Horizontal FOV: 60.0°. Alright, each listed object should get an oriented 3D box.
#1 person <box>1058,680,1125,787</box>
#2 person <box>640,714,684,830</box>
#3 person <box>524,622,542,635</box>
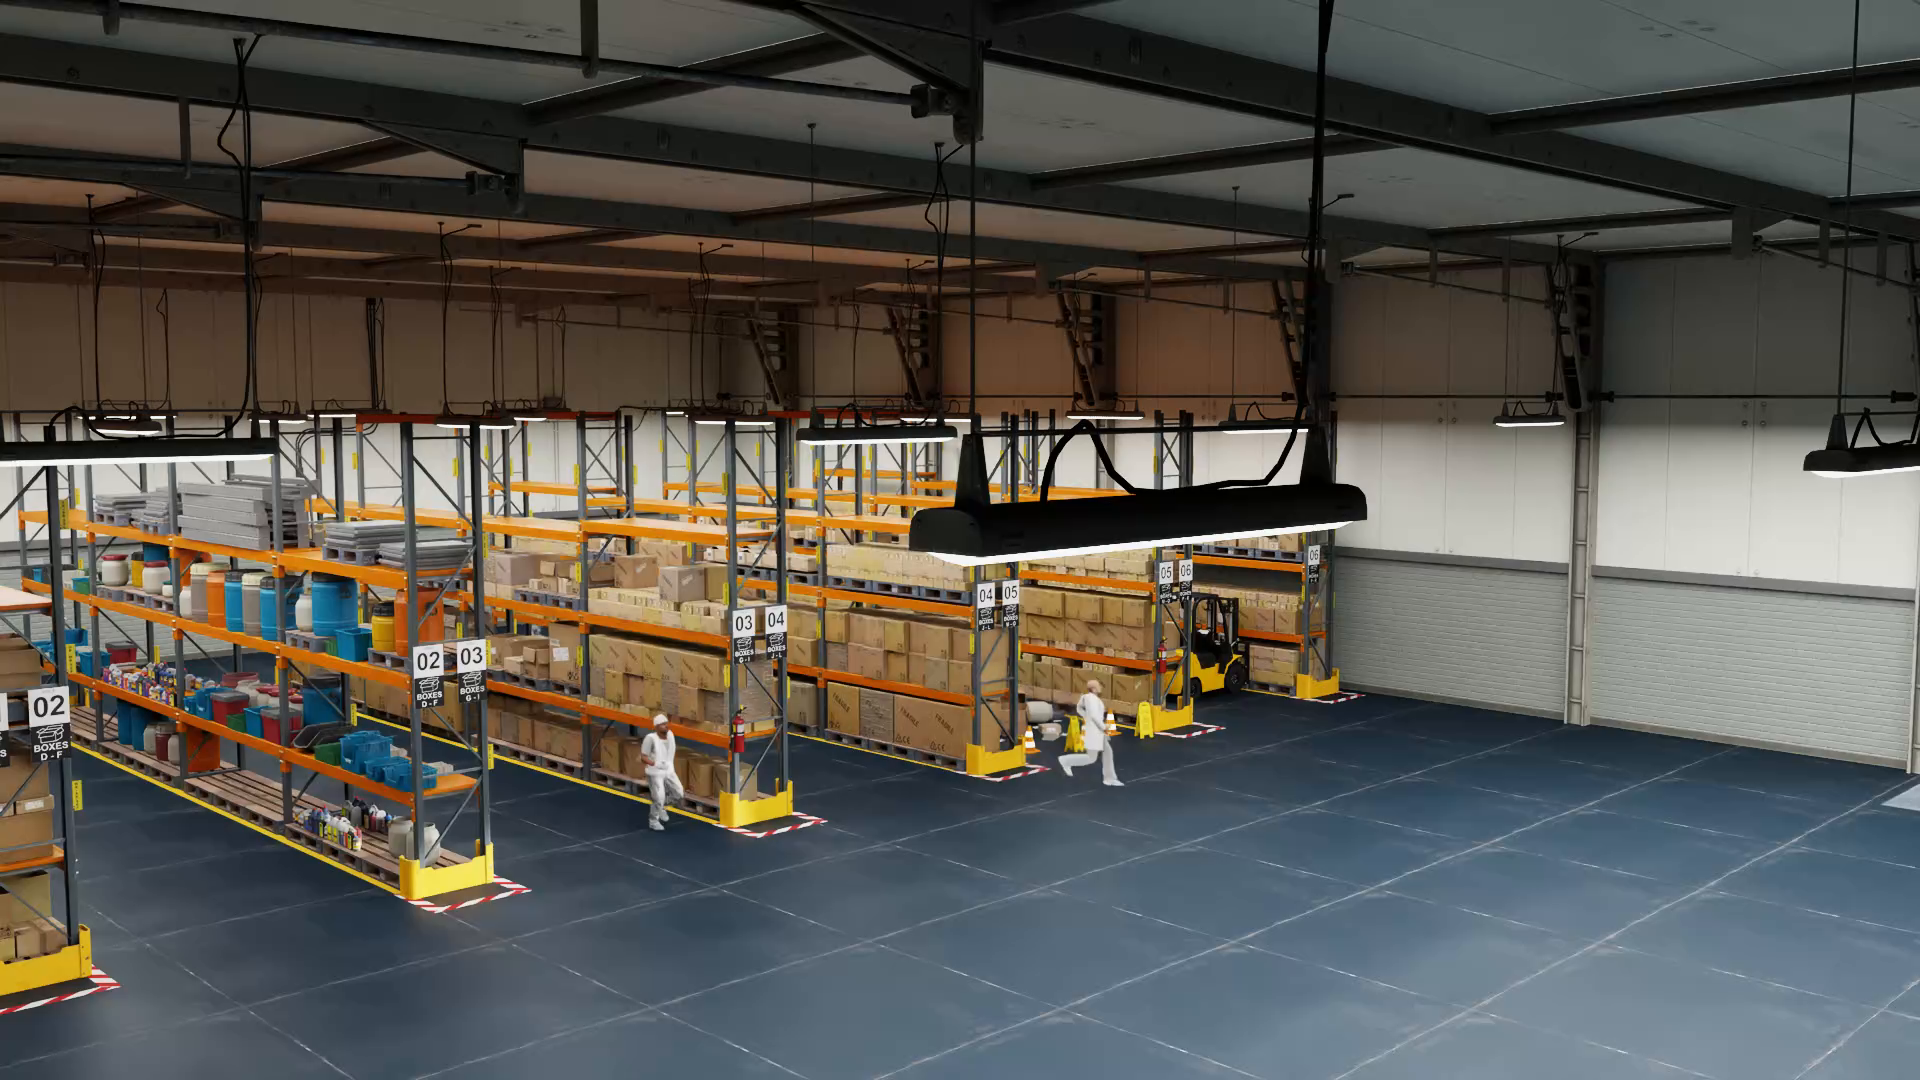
[{"bbox_3d":[2.134,3.148,26.915,1.099,1.771,0.672,0,5,0],"label":"person"},{"bbox_3d":[-4.302,3.378,24.116,0.612,1.716,0.696,4,7,42],"label":"person"},{"bbox_3d":[-10.801,1.801,42.017,0.655,1.766,0.889,2,5,19],"label":"person"}]
